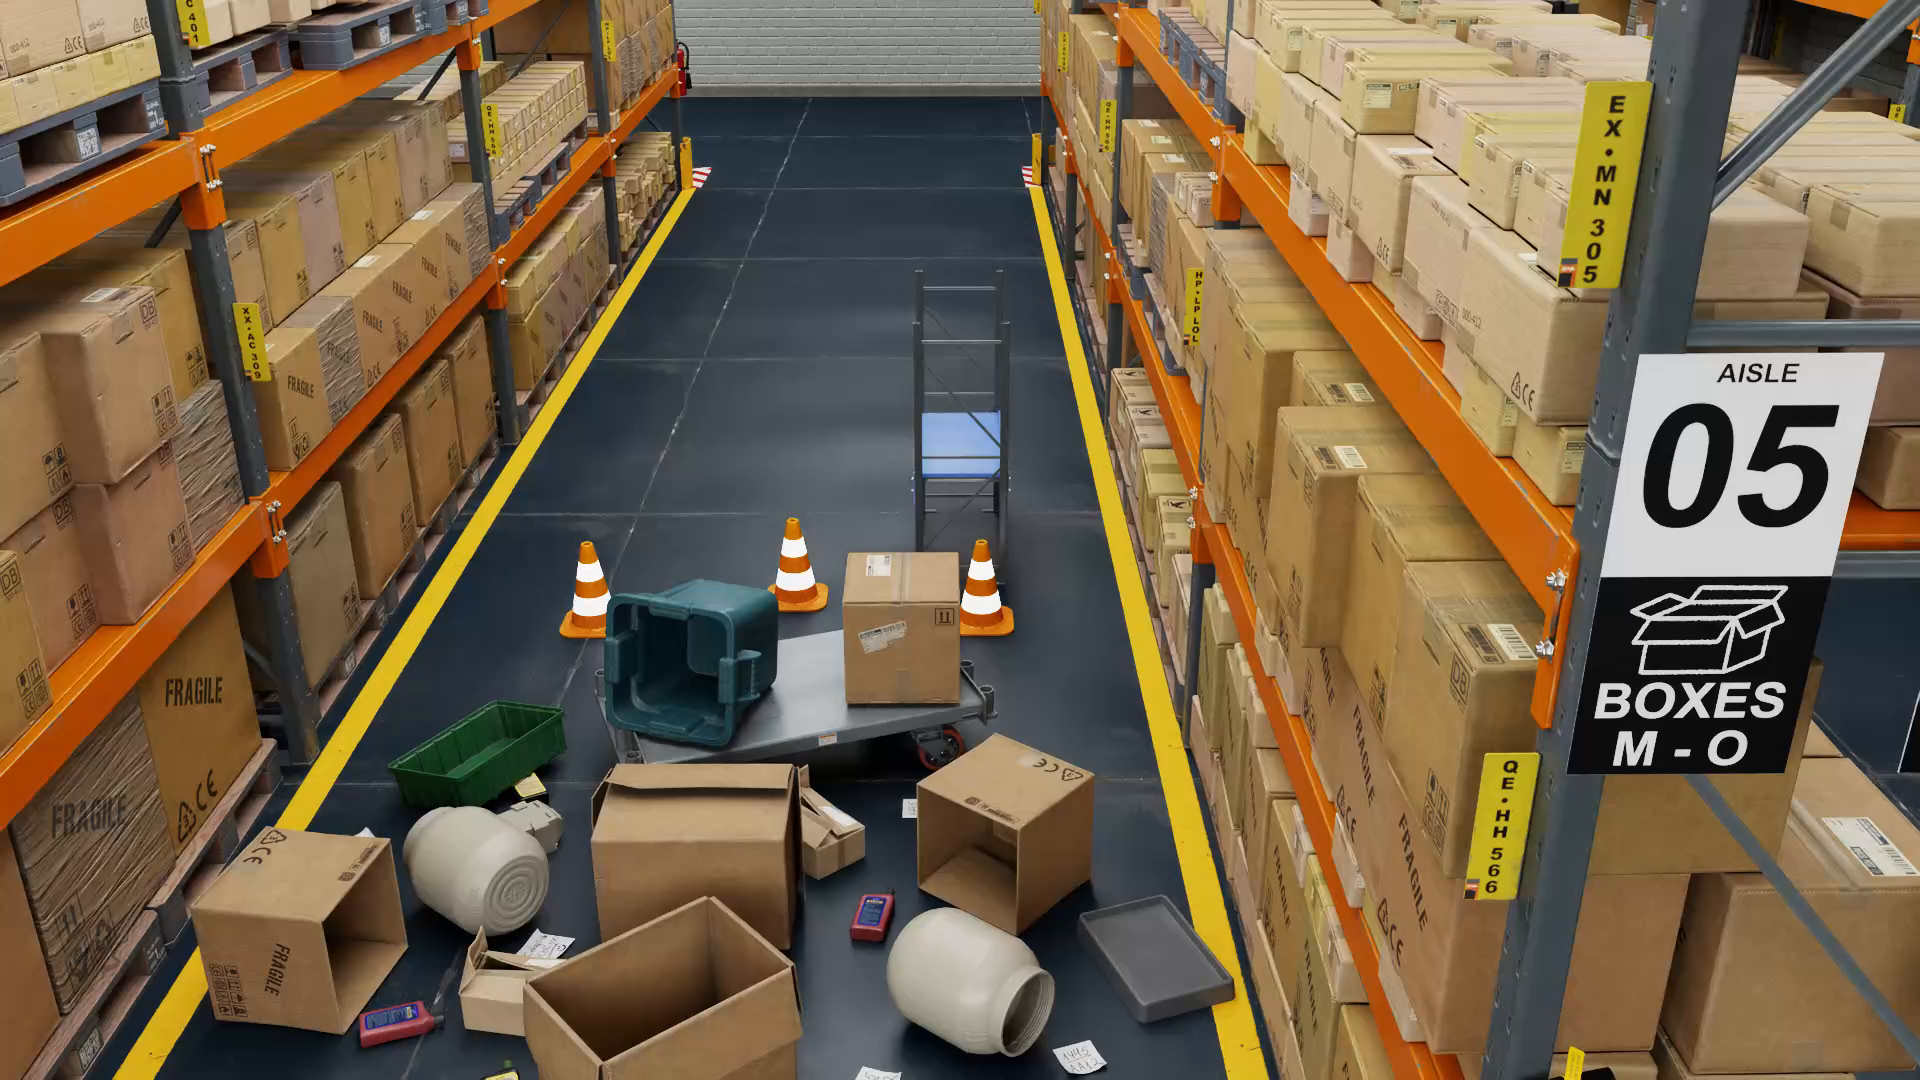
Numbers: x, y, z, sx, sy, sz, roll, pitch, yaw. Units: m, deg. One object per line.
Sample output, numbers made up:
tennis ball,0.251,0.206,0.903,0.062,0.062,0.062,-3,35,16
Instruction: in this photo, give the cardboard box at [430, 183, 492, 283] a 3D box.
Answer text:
cardboard box,-3.191,-1.875,10.135,0.500,0.500,0.500,0,24,-1

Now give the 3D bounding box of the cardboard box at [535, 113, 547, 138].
cardboard box,-3.291,-3.069,12.329,0.380,0.149,0.250,1,24,1

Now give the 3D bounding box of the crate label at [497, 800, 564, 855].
crate label,-1.811,1.207,6.916,0.298,0.136,0.250,-19,31,-36

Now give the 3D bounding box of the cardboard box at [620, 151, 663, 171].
cardboard box,-3.219,-3.830,16.806,0.380,0.149,0.250,1,24,1

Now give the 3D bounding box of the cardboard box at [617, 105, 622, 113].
cardboard box,-3.314,-3.994,15.246,0.380,0.149,0.250,-1,24,-3

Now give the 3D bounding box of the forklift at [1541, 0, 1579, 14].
forklift,3.048,-1.495,9.499,1.130,2.935,3.031,0,24,0

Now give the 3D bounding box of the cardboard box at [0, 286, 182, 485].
cardboard box,-3.329,-0.548,5.829,0.875,0.550,0.550,0,24,-1

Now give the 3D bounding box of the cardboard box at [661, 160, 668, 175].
cardboard box,-3.253,-3.908,17.340,0.380,0.149,0.250,-1,24,-3

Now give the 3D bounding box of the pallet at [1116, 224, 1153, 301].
pallet,1.598,-1.698,10.096,1.213,0.211,1.003,0,24,-1

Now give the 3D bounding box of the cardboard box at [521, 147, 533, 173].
cardboard box,-3.283,-2.719,11.917,0.380,0.149,0.250,1,24,1

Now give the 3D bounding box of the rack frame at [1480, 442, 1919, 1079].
rack frame,1.571,1.218,3.416,1.000,3.000,0.127,0,24,-1

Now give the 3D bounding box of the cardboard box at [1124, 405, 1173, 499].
cardboard box,1.496,-0.535,9.973,0.950,0.372,0.625,-1,24,-2

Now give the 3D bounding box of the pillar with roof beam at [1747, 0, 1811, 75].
pillar with roof beam,2.993,-6.755,13.766,9.100,9.000,0.400,0,24,-1

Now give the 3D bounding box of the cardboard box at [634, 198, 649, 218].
cardboard box,-3.246,-3.241,16.226,0.380,0.149,0.250,-1,24,-2

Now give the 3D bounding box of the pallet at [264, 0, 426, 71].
pallet,-3.389,-2.569,8.379,1.003,0.211,1.213,1,24,2

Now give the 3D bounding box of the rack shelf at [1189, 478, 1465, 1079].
rack shelf,1.550,0.722,5.387,1.077,0.370,4.000,0,24,-1

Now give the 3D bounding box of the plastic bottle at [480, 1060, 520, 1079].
plastic bottle,-1.536,1.857,5.570,0.133,0.061,0.283,-9,26,-19

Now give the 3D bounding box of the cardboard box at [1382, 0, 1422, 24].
cardboard box,1.750,-1.916,6.043,0.380,0.149,0.250,0,24,1

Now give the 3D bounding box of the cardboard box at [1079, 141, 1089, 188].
cardboard box,1.174,-2.845,12.583,0.500,0.250,0.500,-1,24,-1

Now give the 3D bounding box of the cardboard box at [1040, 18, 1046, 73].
cardboard box,1.115,-5.221,17.533,0.500,0.500,0.500,0,24,-1

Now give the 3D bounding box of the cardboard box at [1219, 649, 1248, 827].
cardboard box,1.282,0.755,6.358,0.500,0.500,0.500,1,24,2

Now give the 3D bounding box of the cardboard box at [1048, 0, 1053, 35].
cardboard box,1.143,-5.252,16.387,0.500,0.500,0.500,0,24,-1

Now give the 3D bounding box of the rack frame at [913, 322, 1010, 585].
rack frame,0.006,-0.439,8.900,0.500,1.500,0.032,0,24,-1

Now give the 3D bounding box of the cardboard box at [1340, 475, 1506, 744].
cardboard box,1.350,0.164,4.053,0.700,0.500,0.500,0,24,0

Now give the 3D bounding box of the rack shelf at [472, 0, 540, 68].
rack shelf,-3.486,-3.877,11.916,1.077,0.370,4.000,0,24,-1

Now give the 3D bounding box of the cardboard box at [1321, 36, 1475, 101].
cardboard box,1.274,-1.378,4.854,0.380,0.149,0.250,-1,24,-1

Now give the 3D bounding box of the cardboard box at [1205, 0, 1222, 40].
cardboard box,1.376,-2.368,7.379,0.500,0.250,0.500,0,24,0

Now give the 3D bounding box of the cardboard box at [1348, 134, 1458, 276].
cardboard box,1.282,-0.846,4.162,0.500,0.250,0.500,0,24,1

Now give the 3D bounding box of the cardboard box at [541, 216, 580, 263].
cardboard box,-3.235,-2.321,12.856,0.500,0.250,0.500,-1,24,-3

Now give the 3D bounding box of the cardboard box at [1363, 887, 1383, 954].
cardboard box,1.258,0.970,4.270,0.380,0.149,0.250,-1,24,-1

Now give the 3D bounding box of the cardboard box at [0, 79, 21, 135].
cardboard box,-3.086,-1.288,4.992,0.380,0.149,0.250,0,24,0

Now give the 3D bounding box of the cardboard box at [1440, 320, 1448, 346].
cardboard box,1.347,-0.496,3.872,0.380,0.149,0.250,0,24,0

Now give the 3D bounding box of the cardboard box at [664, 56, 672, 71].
cardboard box,-3.266,-5.063,17.610,0.380,0.149,0.250,0,24,0

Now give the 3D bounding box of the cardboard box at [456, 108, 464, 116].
cardboard box,-3.944,-3.170,12.553,0.380,0.149,0.250,-1,24,-1

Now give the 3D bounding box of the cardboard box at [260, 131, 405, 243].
cardboard box,-3.455,-1.911,9.000,0.700,0.500,0.500,-1,24,-1

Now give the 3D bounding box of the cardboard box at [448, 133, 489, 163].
cardboard box,-3.276,-2.555,10.833,0.380,0.149,0.250,0,24,0

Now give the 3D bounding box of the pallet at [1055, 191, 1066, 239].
pallet,1.494,-3.273,16.732,1.003,0.211,1.213,0,24,-1

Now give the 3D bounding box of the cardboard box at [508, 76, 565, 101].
cardboard box,-3.301,-3.521,12.967,0.380,0.149,0.250,0,24,-1

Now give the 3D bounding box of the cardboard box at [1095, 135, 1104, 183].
cardboard box,1.216,-2.647,11.539,0.500,0.250,0.500,-1,24,-2

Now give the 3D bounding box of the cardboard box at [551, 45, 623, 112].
cardboard box,-3.262,-4.049,14.580,0.500,0.500,0.500,-1,24,-2

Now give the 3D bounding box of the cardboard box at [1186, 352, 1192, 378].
cardboard box,1.261,-0.826,7.732,0.380,0.149,0.250,-1,24,-2

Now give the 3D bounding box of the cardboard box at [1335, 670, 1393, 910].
cardboard box,1.289,0.609,4.282,0.500,0.500,0.500,0,24,0

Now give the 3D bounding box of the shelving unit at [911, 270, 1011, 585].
shelving unit,0.001,-0.648,9.363,0.538,1.500,1.048,0,24,-1

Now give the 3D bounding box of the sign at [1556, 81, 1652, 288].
sign,1.016,-0.558,2.628,0.100,0.325,0.005,0,24,-1

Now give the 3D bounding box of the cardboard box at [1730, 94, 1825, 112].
cardboard box,1.785,-0.957,3.923,0.380,0.149,0.250,0,24,-1

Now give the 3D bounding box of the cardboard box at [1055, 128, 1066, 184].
cardboard box,1.504,-4.127,17.835,0.875,0.438,0.875,-1,24,-2

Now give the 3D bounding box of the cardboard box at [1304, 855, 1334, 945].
cardboard box,1.231,1.059,4.898,0.380,0.149,0.250,0,24,0

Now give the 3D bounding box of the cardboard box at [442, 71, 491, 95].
cardboard box,-3.954,-3.626,13.200,0.380,0.149,0.250,0,24,0

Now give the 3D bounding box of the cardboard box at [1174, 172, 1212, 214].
cardboard box,1.250,-1.684,8.054,0.380,0.149,0.250,-1,24,-3

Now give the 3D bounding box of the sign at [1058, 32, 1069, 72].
sign,0.886,-4.154,14.148,0.100,0.325,0.005,0,24,-1

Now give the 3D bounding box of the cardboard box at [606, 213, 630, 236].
cardboard box,-3.192,-2.841,14.981,0.380,0.149,0.250,1,24,2

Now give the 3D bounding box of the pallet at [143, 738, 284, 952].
pallet,-3.491,1.218,6.800,1.003,0.211,1.213,0,24,-1
